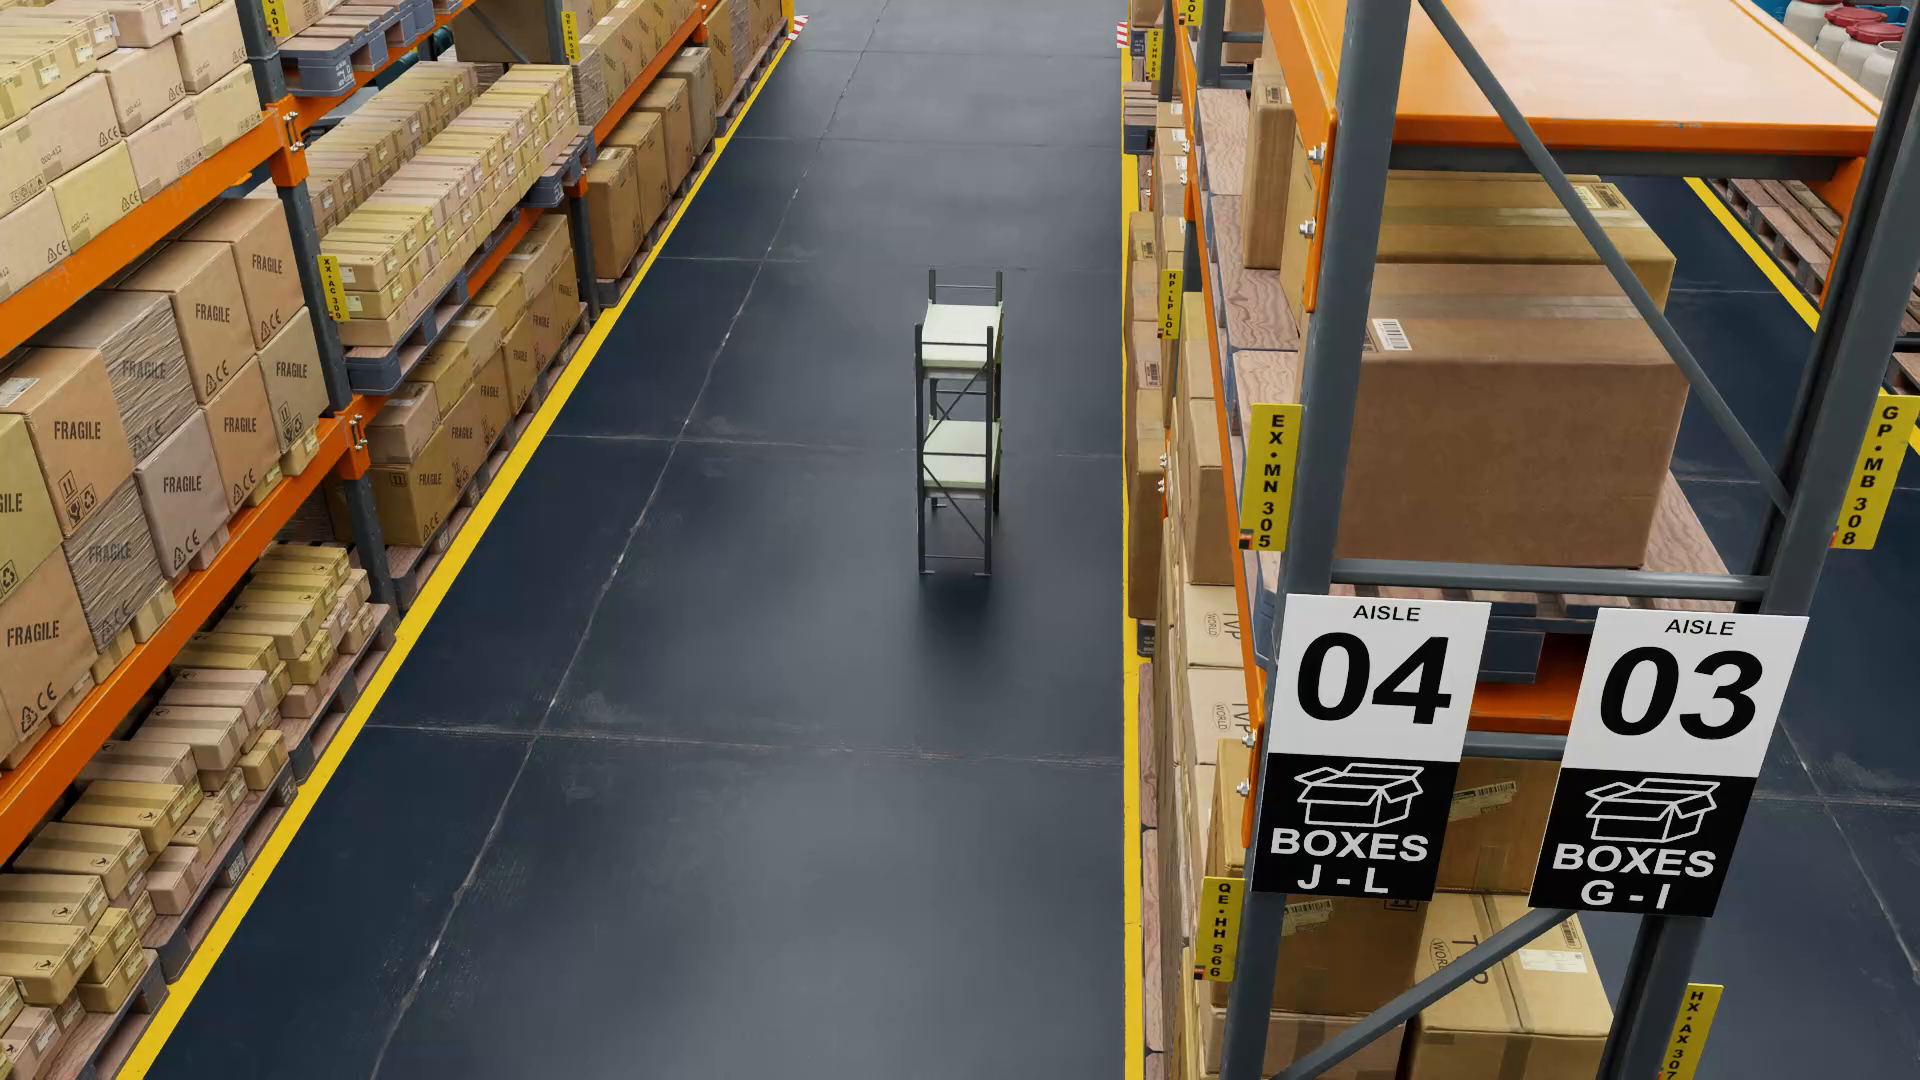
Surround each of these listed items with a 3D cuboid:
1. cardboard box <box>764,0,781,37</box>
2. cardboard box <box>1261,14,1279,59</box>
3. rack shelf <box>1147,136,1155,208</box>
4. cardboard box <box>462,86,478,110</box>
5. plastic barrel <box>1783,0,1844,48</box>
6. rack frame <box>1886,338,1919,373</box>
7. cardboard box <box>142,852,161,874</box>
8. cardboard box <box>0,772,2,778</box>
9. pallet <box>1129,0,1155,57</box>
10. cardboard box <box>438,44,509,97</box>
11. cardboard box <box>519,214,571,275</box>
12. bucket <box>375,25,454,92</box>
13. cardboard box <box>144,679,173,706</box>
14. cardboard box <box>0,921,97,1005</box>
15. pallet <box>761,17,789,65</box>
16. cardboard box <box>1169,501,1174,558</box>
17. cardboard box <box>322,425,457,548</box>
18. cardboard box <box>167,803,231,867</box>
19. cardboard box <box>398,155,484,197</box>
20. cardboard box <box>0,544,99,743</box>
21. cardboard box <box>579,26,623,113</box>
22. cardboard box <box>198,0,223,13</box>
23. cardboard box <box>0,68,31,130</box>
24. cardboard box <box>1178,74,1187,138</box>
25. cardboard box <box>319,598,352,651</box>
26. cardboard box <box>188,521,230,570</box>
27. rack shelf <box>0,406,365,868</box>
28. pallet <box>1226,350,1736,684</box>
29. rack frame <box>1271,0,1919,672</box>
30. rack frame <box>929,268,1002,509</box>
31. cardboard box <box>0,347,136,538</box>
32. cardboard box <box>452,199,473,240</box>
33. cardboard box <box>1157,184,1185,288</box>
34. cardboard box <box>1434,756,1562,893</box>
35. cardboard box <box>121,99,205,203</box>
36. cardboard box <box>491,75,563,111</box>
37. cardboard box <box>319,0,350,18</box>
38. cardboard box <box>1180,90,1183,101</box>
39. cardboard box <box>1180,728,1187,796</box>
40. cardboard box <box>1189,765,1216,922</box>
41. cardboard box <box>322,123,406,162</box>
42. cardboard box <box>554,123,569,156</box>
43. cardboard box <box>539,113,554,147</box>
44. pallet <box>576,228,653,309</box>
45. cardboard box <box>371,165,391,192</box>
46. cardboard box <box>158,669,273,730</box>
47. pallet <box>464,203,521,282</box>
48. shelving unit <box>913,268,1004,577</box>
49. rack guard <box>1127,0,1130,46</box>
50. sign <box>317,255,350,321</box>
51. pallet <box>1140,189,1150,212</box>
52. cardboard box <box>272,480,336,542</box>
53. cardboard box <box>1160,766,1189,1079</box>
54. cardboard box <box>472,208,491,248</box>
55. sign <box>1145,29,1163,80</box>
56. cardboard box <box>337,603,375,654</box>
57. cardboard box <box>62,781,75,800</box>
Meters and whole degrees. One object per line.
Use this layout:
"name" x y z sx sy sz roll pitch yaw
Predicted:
"cardboard box" -2.477 -6.015 18.057 0.875 0.875 0.875 3 32 4
"cardboard box" 1.466 -1.688 5.961 0.700 0.500 0.500 1 32 1
"rack shelf" 1.959 -3.390 12.858 1.077 0.370 4.000 2 32 4
"cardboard box" -3.379 -2.870 10.884 0.380 0.149 0.250 4 32 6
"plastic barrel" 6.762 -4.098 13.191 0.433 0.535 0.433 0 32 0
"rack frame" 6.732 -2.439 10.629 1.000 3.000 0.127 2 32 4
"cardboard box" -3.445 1.225 6.718 0.380 0.149 0.250 4 32 7
"cardboard box" -3.498 0.805 5.605 0.380 0.149 0.250 4 32 6
"pallet" 1.914 -4.267 13.778 1.003 0.211 1.213 2 32 4
"cardboard box" -3.370 -3.205 11.777 0.500 0.500 0.500 2 32 4
"cardboard box" -2.934 -1.980 11.152 0.500 0.250 0.500 2 32 3
"bucket" -5.100 -4.430 15.531 0.726 0.611 0.620 14 44 21
"cardboard box" -3.753 0.666 7.623 0.380 0.149 0.250 1 32 1
"cardboard box" -3.359 1.514 5.964 0.380 0.149 0.250 2 32 4
"pallet" -2.475 -5.490 18.238 1.003 0.211 1.213 2 32 4
"cardboard box" 1.072 -0.037 6.970 0.380 0.149 0.250 3 32 6
"cardboard box" -3.141 -0.314 9.162 0.500 0.500 0.500 4 32 6
"cardboard box" -3.316 1.233 6.988 0.380 0.149 0.250 2 32 4
"cardboard box" -2.870 -2.011 9.207 0.380 0.149 0.250 4 32 6
"cardboard box" -3.408 0.339 5.742 0.500 0.500 0.500 3 32 5
"cardboard box" -2.795 -3.447 12.170 0.500 0.500 0.500 2 32 4
"cardboard box" -3.218 -2.244 6.740 0.380 0.149 0.250 1 32 2
"cardboard box" -3.298 -1.434 5.425 0.380 0.149 0.250 2 32 3
"cardboard box" 1.720 -2.739 10.064 0.797 0.503 0.637 3 32 6
"cardboard box" -3.183 0.405 8.048 0.380 0.149 0.250 1 32 2
"cardboard box" -3.286 -0.004 6.917 0.380 0.149 0.250 1 32 2
"rack shelf" -3.628 0.528 6.500 1.077 0.370 4.000 2 32 4
"pallet" 1.195 -0.095 4.051 1.003 0.211 1.213 2 32 4
"rack frame" 1.145 -1.021 2.611 1.000 3.000 0.127 2 32 4
"rack frame" 0.030 -0.833 9.453 0.400 1.500 0.023 2 32 4
"cardboard box" -3.352 -0.352 5.911 0.500 0.500 0.500 1 32 2
"cardboard box" -2.894 -1.756 9.077 0.380 0.149 0.250 4 32 6
"cardboard box" 1.365 -1.652 9.256 0.500 0.500 0.500 3 32 4
"cardboard box" 1.493 0.650 4.762 0.500 0.500 0.500 2 32 3
"cardboard box" -3.288 -1.508 6.402 0.500 0.250 0.500 2 32 4
"cardboard box" -2.745 -2.833 10.541 0.380 0.149 0.250 2 32 3
"cardboard box" -3.184 -2.693 7.866 0.500 0.311 0.500 2 32 3
"cardboard box" 1.800 -3.156 11.297 0.500 0.500 0.500 -1 32 -2
"cardboard box" 0.948 0.769 5.662 0.380 0.149 0.250 3 32 4
"cardboard box" 0.961 0.940 5.006 0.500 0.250 0.500 2 32 3
"cardboard box" -3.475 -2.320 9.708 0.380 0.149 0.250 3 32 5
"cardboard box" -2.743 -2.580 10.697 0.380 0.149 0.250 2 32 4
"cardboard box" -2.765 -2.559 10.379 0.380 0.149 0.250 3 32 5
"pallet" -3.000 -2.137 12.797 1.003 0.211 1.213 2 32 4
"cardboard box" -3.500 -2.055 9.561 0.380 0.149 0.250 4 32 6
"cardboard box" -3.258 0.699 7.288 0.380 0.149 0.250 1 32 2
"pallet" -3.260 -1.797 9.770 1.003 0.211 1.213 2 32 4
"shelving unit" 0.001 -0.642 9.142 0.431 1.500 0.755 2 32 4
"rack guard" 2.441 -5.730 18.352 1.175 0.500 0.348 2 32 4
"sign" -2.924 -1.173 7.750 0.100 0.325 0.005 2 32 4
"pallet" 1.963 -2.508 13.399 1.003 0.211 1.213 2 32 4
"cardboard box" -3.656 -0.336 9.199 0.500 0.500 0.500 2 32 3
"cardboard box" 1.191 1.444 5.952 0.875 0.875 0.875 2 32 4
"cardboard box" -2.874 -1.765 9.374 0.380 0.149 0.250 2 32 3
"sign" 1.254 -3.128 10.719 0.100 0.325 0.005 2 32 4
"cardboard box" -3.157 0.431 8.289 0.380 0.149 0.250 3 32 5
"cardboard box" -3.852 0.945 6.888 0.380 0.149 0.250 3 32 4
